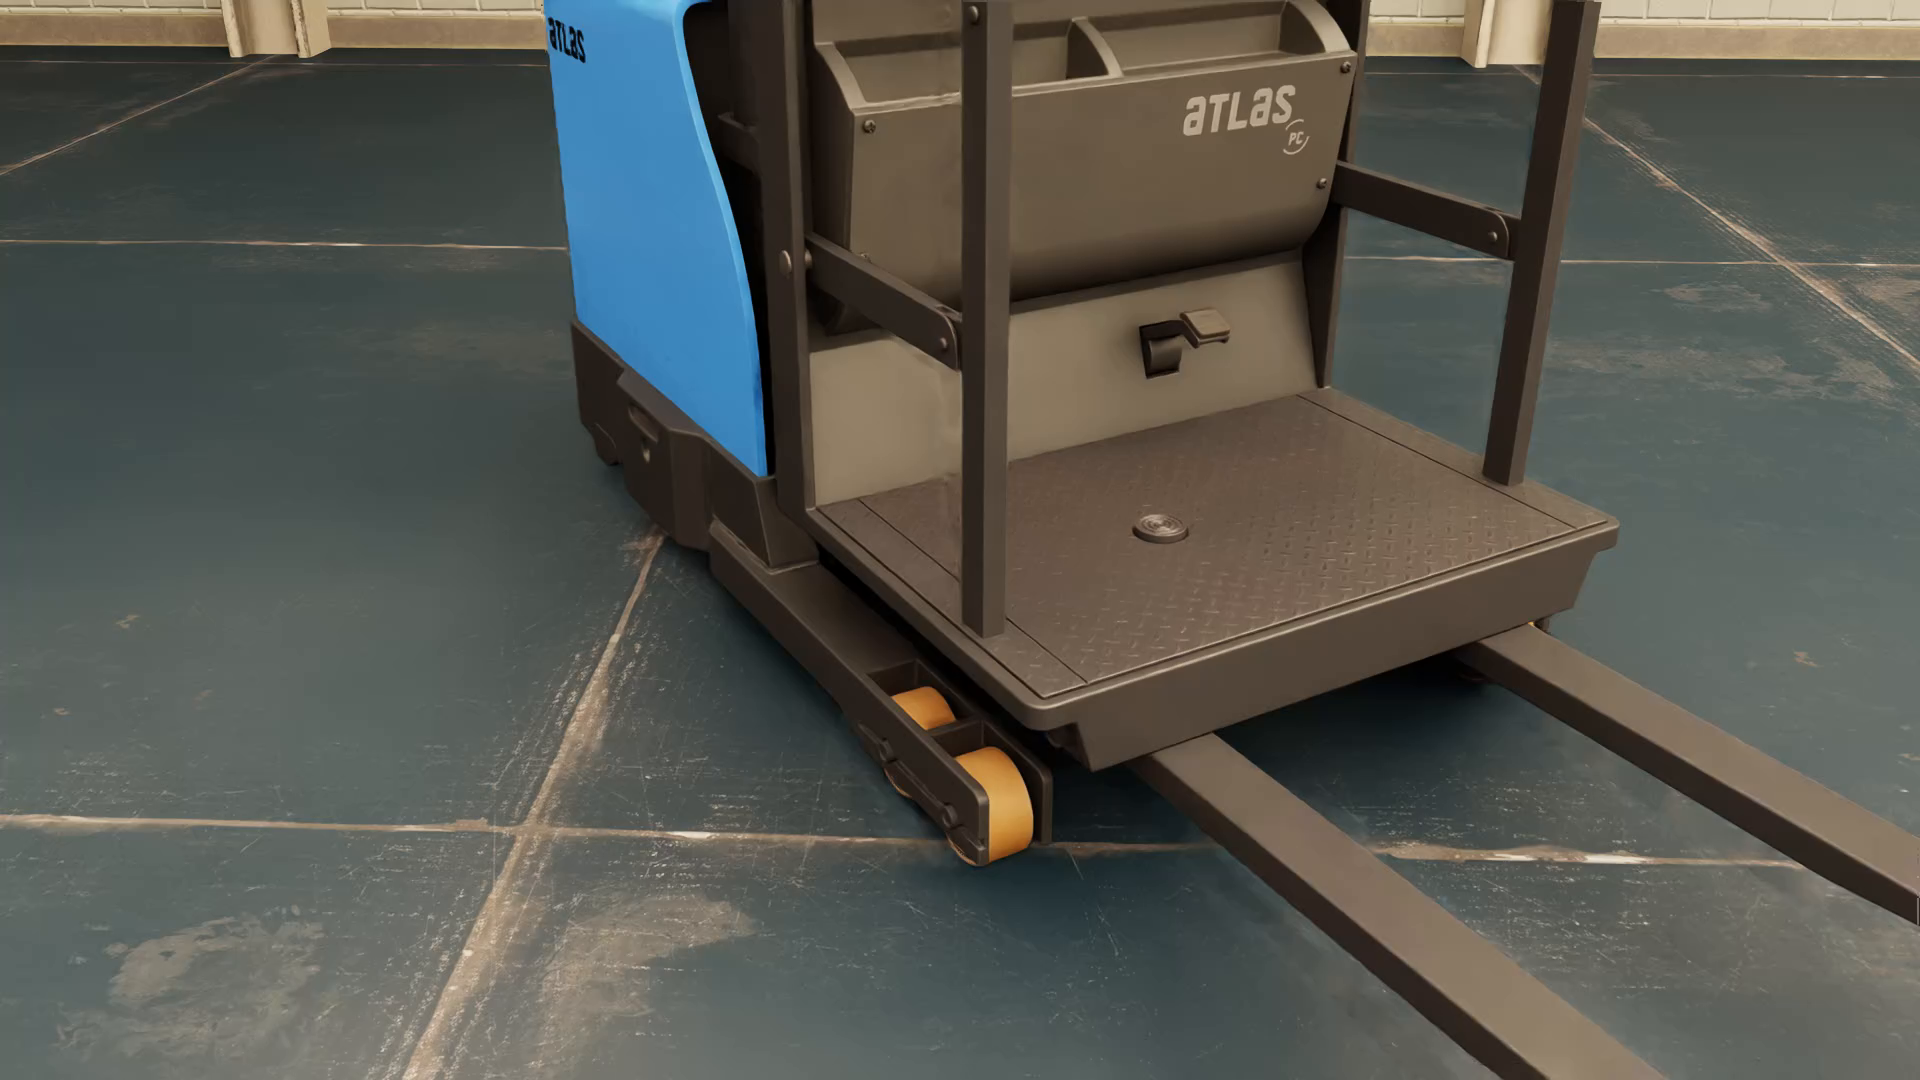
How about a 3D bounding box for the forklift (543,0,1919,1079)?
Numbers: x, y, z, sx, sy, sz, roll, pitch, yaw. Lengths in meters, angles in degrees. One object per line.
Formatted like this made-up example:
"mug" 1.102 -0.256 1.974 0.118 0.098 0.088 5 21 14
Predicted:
"forklift" 0.325 -1.081 2.212 1.130 2.935 3.031 -14 30 -27
